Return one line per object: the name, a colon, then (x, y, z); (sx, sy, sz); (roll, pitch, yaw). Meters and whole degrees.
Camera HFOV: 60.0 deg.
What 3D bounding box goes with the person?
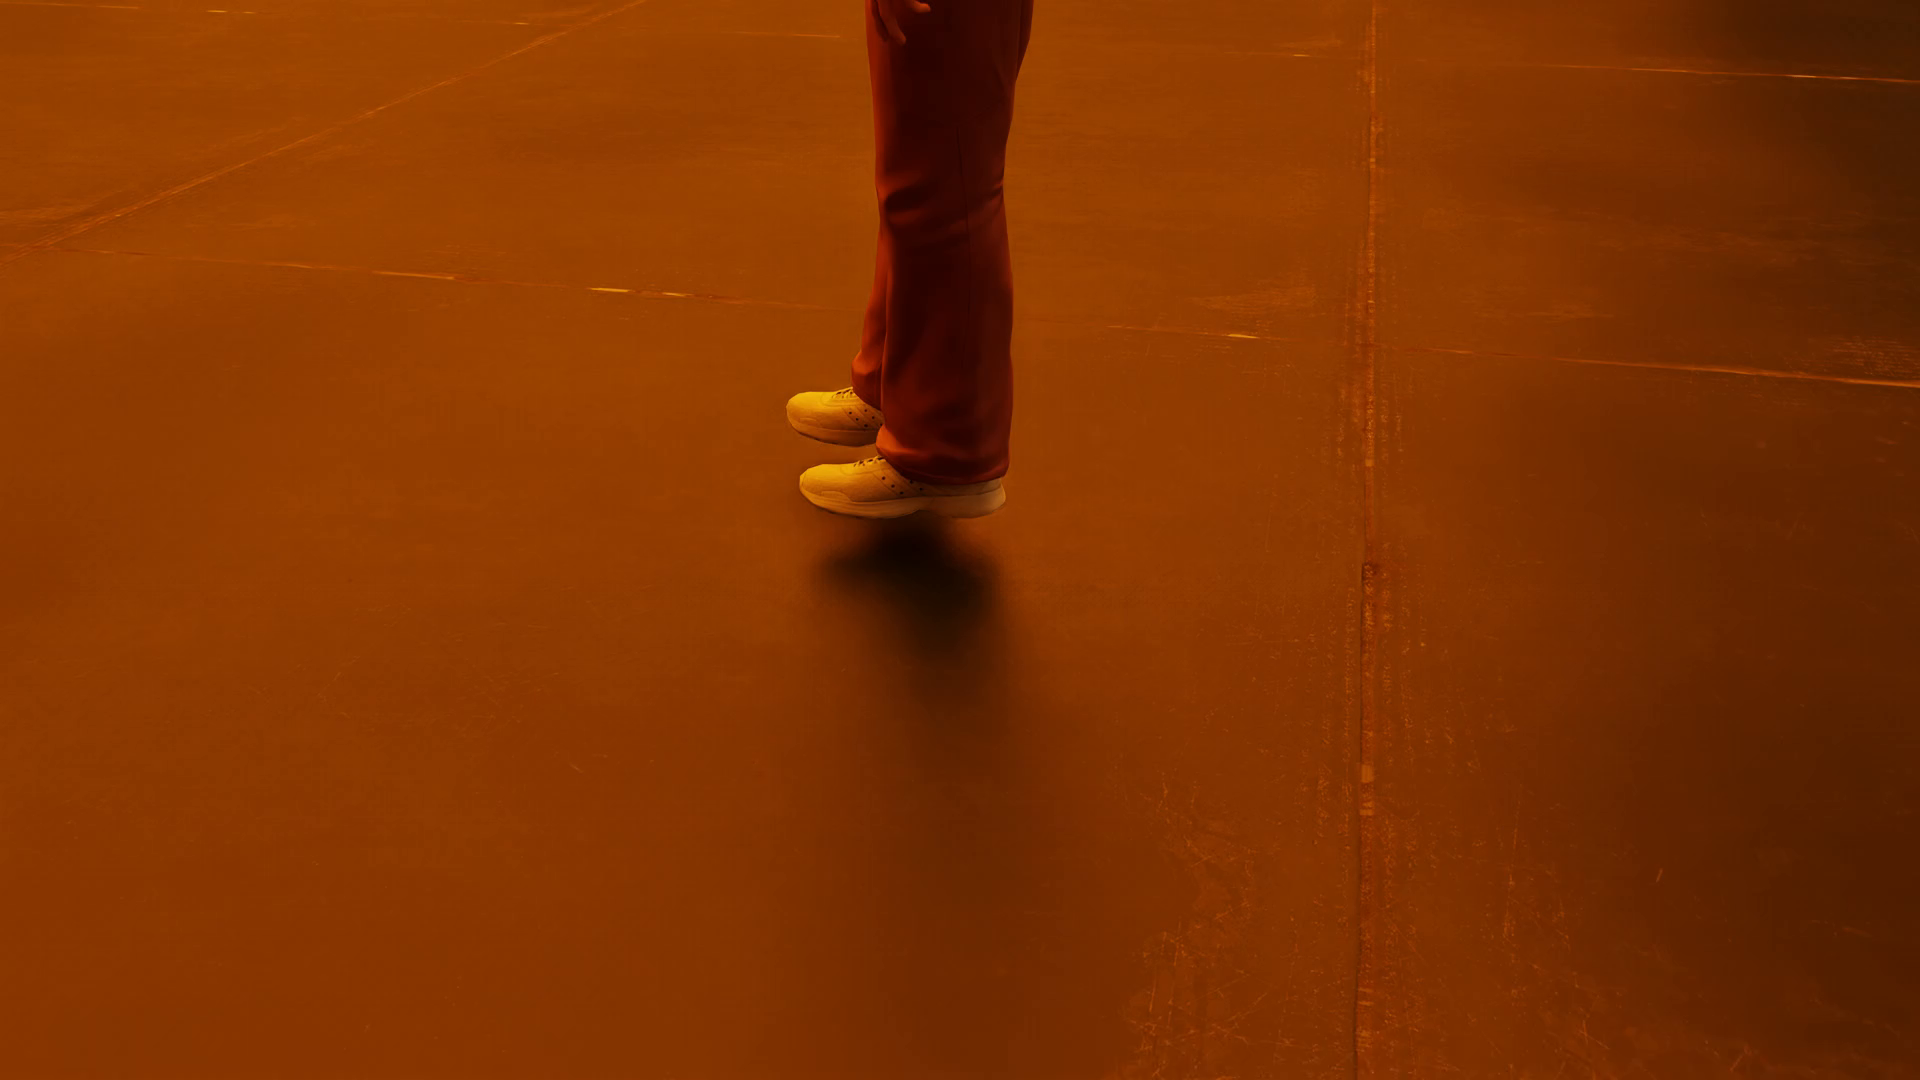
person: (-0.069, -0.803, 2.126); (0.548, 1.673, 0.552); (6, 27, 11)
